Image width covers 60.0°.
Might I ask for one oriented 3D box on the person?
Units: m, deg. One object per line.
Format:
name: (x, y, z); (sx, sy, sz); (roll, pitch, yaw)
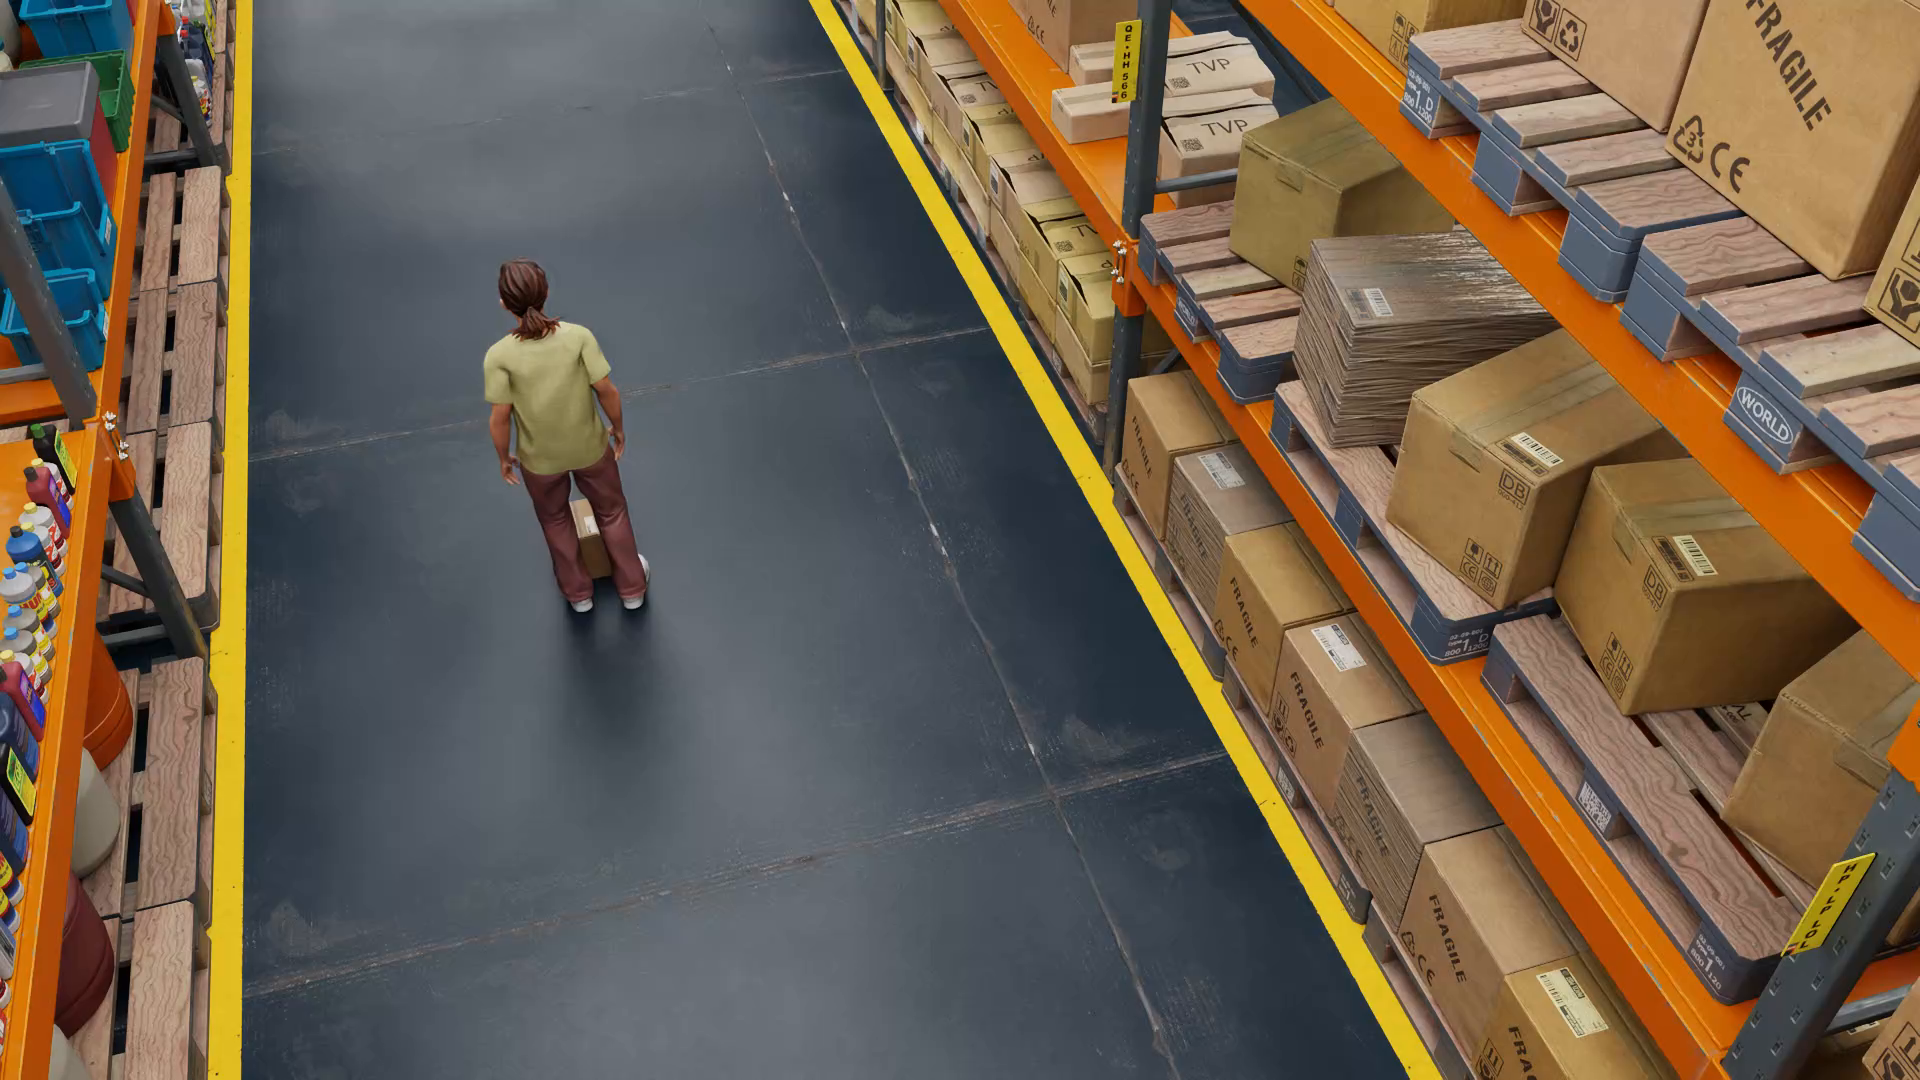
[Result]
person: (-1.573, -0.381, 6.579); (0.521, 1.672, 0.414); (-14, 44, -15)
